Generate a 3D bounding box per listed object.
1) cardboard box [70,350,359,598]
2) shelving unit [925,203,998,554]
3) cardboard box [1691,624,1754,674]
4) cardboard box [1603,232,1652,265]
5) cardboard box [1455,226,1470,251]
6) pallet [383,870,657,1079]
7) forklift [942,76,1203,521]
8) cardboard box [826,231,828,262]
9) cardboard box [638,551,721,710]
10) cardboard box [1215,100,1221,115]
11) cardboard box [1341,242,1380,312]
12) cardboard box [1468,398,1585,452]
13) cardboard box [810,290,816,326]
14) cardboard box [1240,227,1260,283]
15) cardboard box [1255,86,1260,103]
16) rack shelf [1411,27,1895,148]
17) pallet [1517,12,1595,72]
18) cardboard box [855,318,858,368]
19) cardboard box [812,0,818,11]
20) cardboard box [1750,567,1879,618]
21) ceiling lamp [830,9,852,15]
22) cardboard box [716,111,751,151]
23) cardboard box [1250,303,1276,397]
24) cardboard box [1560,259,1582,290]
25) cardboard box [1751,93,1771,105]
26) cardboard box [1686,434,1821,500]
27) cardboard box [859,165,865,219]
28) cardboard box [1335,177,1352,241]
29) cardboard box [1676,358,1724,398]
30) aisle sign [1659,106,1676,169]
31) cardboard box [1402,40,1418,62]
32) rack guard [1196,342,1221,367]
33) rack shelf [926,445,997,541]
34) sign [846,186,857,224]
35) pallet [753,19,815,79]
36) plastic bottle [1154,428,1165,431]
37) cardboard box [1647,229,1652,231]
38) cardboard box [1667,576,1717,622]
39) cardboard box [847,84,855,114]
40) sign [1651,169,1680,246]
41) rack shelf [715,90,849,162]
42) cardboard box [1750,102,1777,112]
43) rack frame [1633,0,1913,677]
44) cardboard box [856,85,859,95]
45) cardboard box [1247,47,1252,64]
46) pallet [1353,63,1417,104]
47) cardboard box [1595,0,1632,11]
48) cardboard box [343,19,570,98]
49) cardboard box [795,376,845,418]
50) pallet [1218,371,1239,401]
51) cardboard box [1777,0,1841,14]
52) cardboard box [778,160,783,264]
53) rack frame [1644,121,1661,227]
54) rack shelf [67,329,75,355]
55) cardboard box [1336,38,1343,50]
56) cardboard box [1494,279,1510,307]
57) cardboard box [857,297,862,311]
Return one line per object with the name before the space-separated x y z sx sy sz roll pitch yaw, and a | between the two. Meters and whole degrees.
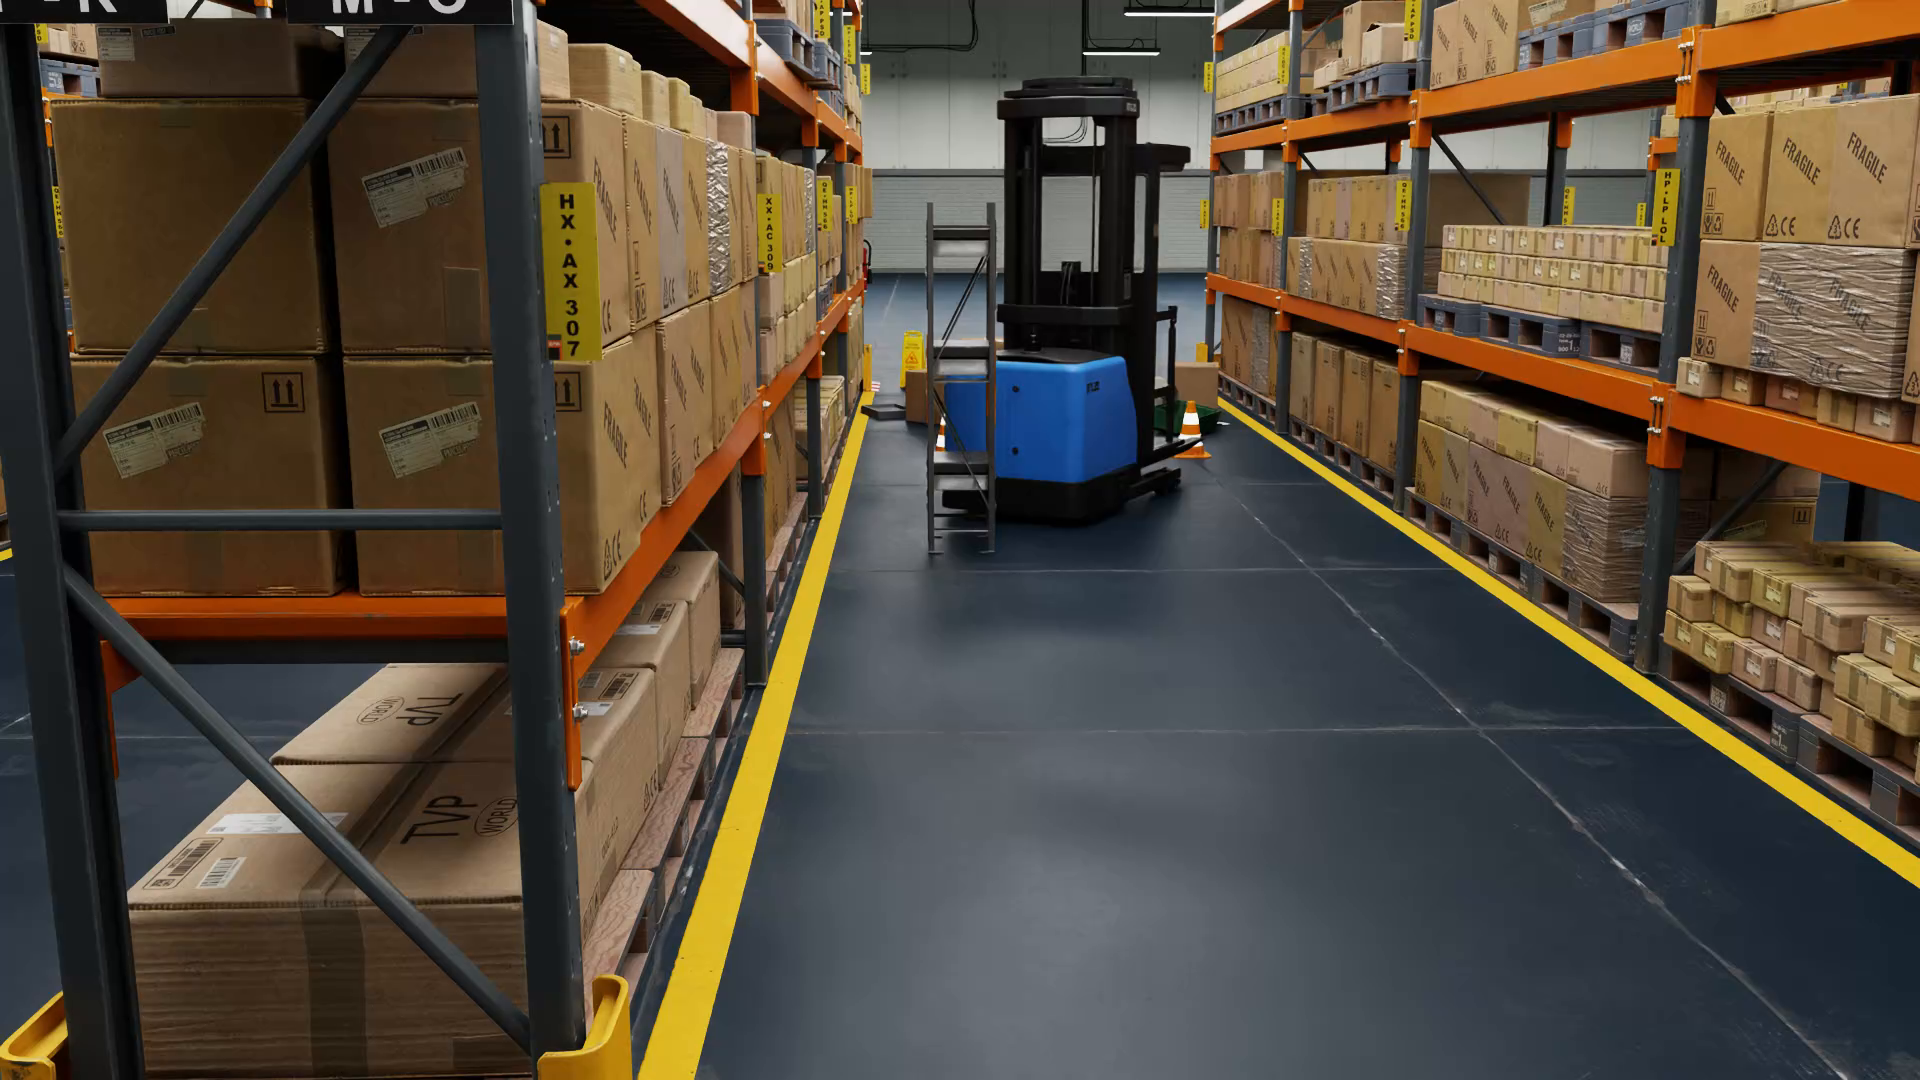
cardboard box | -1.548 -0.174 3.623 0.500 0.500 0.500 0 11 -1
shelving unit | 0.003 -0.996 10.188 0.431 2.100 0.503 0 11 -1
cardboard box | 3.282 0.452 6.902 0.380 0.149 0.250 0 11 1
cardboard box | 3.377 -1.424 8.114 0.380 0.149 0.250 -1 11 -3
cardboard box | 3.332 -1.890 10.408 0.380 0.149 0.250 -1 11 -3
pallet | -1.369 1.177 4.225 1.003 0.211 1.213 0 11 -1
forklift | 0.995 -1.810 12.108 1.130 2.935 3.031 6 13 26
cardboard box | -1.253 -2.321 12.399 0.500 0.500 0.500 0 11 0
cardboard box | -1.451 0.349 6.681 0.875 0.438 0.875 0 11 -2
cardboard box | 3.029 -4.784 18.375 0.380 0.149 0.250 0 11 -1
cardboard box | 3.211 -1.997 12.608 0.500 0.500 0.500 0 11 -2
cardboard box | 3.288 -0.672 9.673 0.500 0.250 0.500 0 11 -1
cardboard box | -1.169 -1.448 10.529 0.500 0.250 0.500 -1 11 -3
cardboard box | 3.367 -2.925 17.057 0.875 0.550 0.500 0 11 -1
cardboard box | 3.077 -4.331 16.143 0.380 0.149 0.250 0 11 0
rack shelf | 3.549 -2.381 9.017 1.077 0.370 4.000 0 11 -1
pallet | 3.660 -2.574 8.628 1.213 0.211 1.003 0 11 -1
cardboard box | -1.296 -1.970 16.697 0.500 0.500 0.500 0 11 2
cardboard box | -1.281 -3.273 10.288 0.797 0.503 0.637 -1 12 -5
cardboard box | 3.391 0.208 6.607 0.380 0.149 0.250 0 11 -2
ceiling lamp | -3.057 -12.253 33.640 2.000 3.185 0.800 0 11 -1
cardboard box | -1.032 -1.623 6.616 0.380 0.149 0.250 0 11 -2
cardboard box | 3.460 -1.925 16.793 0.875 0.875 0.875 0 11 -1
cardboard box | 3.362 -1.381 8.648 0.380 0.149 0.250 -1 11 -4
cardboard box | 8.058 -4.374 16.405 0.380 0.149 0.250 0 11 2
cardboard box | 3.839 -0.362 8.146 0.500 0.250 0.500 -1 11 -4
cardboard box | -1.286 -3.391 16.214 0.700 0.500 0.500 0 11 -2
cardboard box | 3.464 -2.694 13.528 0.700 0.500 0.500 0 11 -1
cardboard box | 3.269 -0.685 7.025 0.380 0.149 0.250 0 11 1
aisle sign | 8.002 -4.537 18.840 0.394 0.787 0.004 0 11 -1
cardboard box | 3.275 -3.390 11.459 0.380 0.166 0.250 0 11 -1
rack guard | 3.342 -2.031 19.314 1.175 0.500 0.348 0 11 -1
rack shelf | 0.003 -0.297 10.330 0.431 0.518 0.480 0 11 -1
sign | -0.967 -2.986 14.823 0.100 0.325 0.005 0 11 -1
pallet | -1.347 -2.648 8.999 1.003 0.211 1.213 0 11 1
plastic bottle | 1.910 -1.065 15.655 0.133 0.061 0.283 -7 13 -30
cardboard box | 4.005 -1.631 9.135 0.380 0.149 0.250 0 11 1
cardboard box | 3.278 0.253 7.135 0.380 0.149 0.250 0 11 1
cardboard box | -1.275 -4.249 16.044 0.500 0.250 0.500 0 11 -1
sign | 3.036 -1.431 7.154 0.100 0.325 0.005 0 11 -1
rack shelf | -1.481 -3.136 12.737 1.077 0.370 4.000 0 11 -1
cardboard box | 8.099 -4.148 16.294 0.500 0.250 0.500 0 11 -2
rack frame | 3.590 -0.866 7.284 1.000 3.000 0.127 0 11 -1
cardboard box | -1.302 -4.883 18.165 0.380 0.149 0.250 0 11 -1
cardboard box | 3.067 -4.822 16.559 0.380 0.149 0.250 0 11 0
pallet | 3.441 -3.167 11.554 1.213 0.211 1.003 0 11 1
cardboard box | 3.690 -2.900 8.450 0.797 0.503 0.637 0 11 -2
cardboard box | -1.004 -0.959 3.345 0.380 0.149 0.250 0 11 0
cardboard box | -1.509 -1.230 14.629 0.950 0.372 0.625 0 11 0
pallet | 3.437 -1.726 18.538 1.003 0.211 1.213 0 11 -1
cardboard box | 3.356 -2.070 6.051 0.500 0.250 0.500 0 11 -2
cardboard box | -1.116 -1.554 7.911 0.500 0.500 0.500 0 11 -1
rack frame | 8.303 -3.252 19.044 1.000 3.000 0.127 0 11 -1
rack shelf | -6.443 -1.645 12.931 1.077 0.370 4.000 0 11 -1
cardboard box | 3.746 -4.624 15.580 0.380 0.149 0.250 0 11 -2
cardboard box | 3.342 -1.441 9.692 0.380 0.149 0.250 0 11 1
cardboard box | -1.252 -2.524 17.798 0.380 0.149 0.250 0 11 0
